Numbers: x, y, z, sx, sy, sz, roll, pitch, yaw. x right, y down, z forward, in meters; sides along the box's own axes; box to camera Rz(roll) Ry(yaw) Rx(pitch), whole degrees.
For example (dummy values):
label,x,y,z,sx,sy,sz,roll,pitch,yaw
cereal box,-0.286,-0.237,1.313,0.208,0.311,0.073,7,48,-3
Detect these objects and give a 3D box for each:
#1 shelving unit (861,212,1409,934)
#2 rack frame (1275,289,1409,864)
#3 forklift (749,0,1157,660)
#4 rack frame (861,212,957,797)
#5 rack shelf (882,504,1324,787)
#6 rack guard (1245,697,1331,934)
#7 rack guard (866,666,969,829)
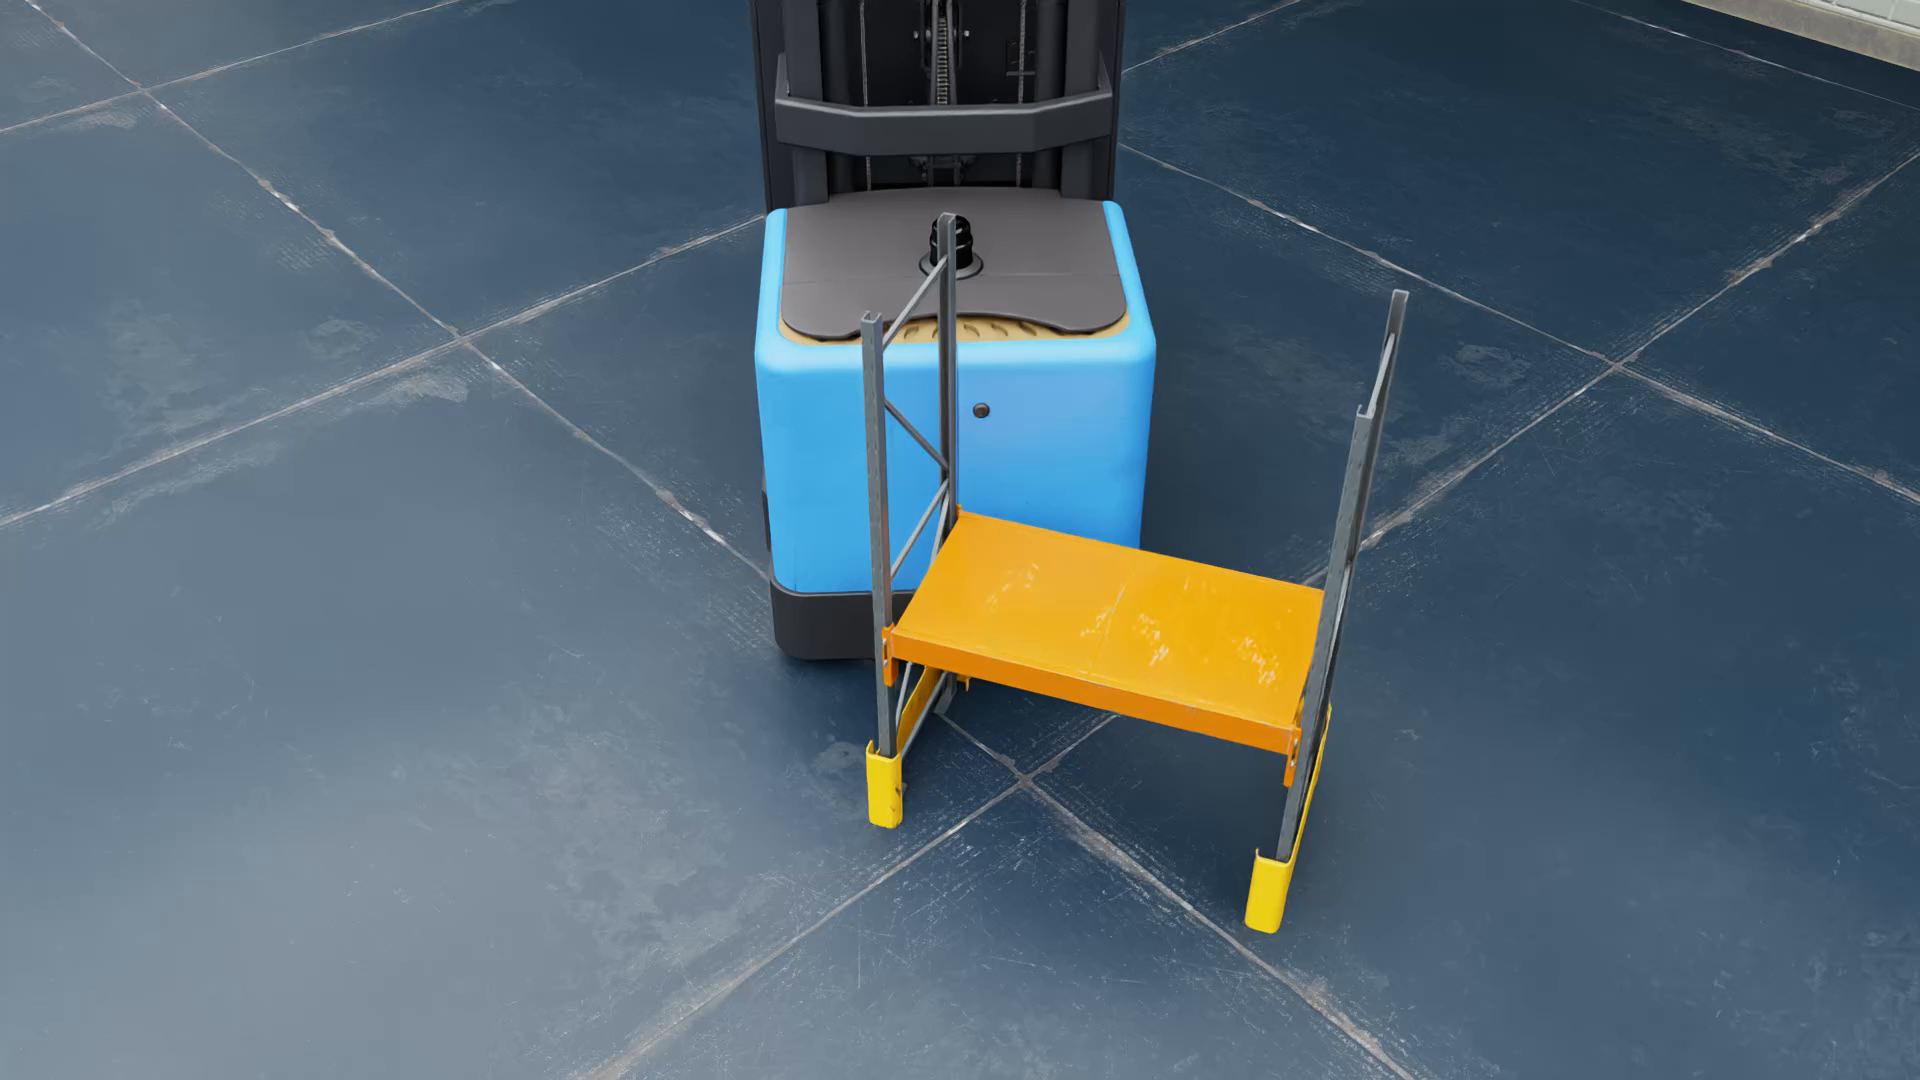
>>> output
label,x,y,z,sx,sy,sz,roll,pitch,yaw
shelving unit,0.363,0.093,3.941,1.083,1.500,0.587,13,41,15
rack frame,0.850,0.203,3.805,0.032,1.500,0.500,13,41,15
forklift,-0.077,-1.707,5.031,1.130,2.935,3.031,-2,39,-2
rack frame,-0.107,-0.012,4.072,0.032,1.500,0.500,13,41,15
rack shelf,0.372,0.235,4.051,1.000,0.185,0.538,13,41,15
rack guard,0.832,0.685,4.203,0.087,0.250,0.587,13,41,15
rack guard,-0.106,0.474,4.464,0.087,0.250,0.587,13,41,15
